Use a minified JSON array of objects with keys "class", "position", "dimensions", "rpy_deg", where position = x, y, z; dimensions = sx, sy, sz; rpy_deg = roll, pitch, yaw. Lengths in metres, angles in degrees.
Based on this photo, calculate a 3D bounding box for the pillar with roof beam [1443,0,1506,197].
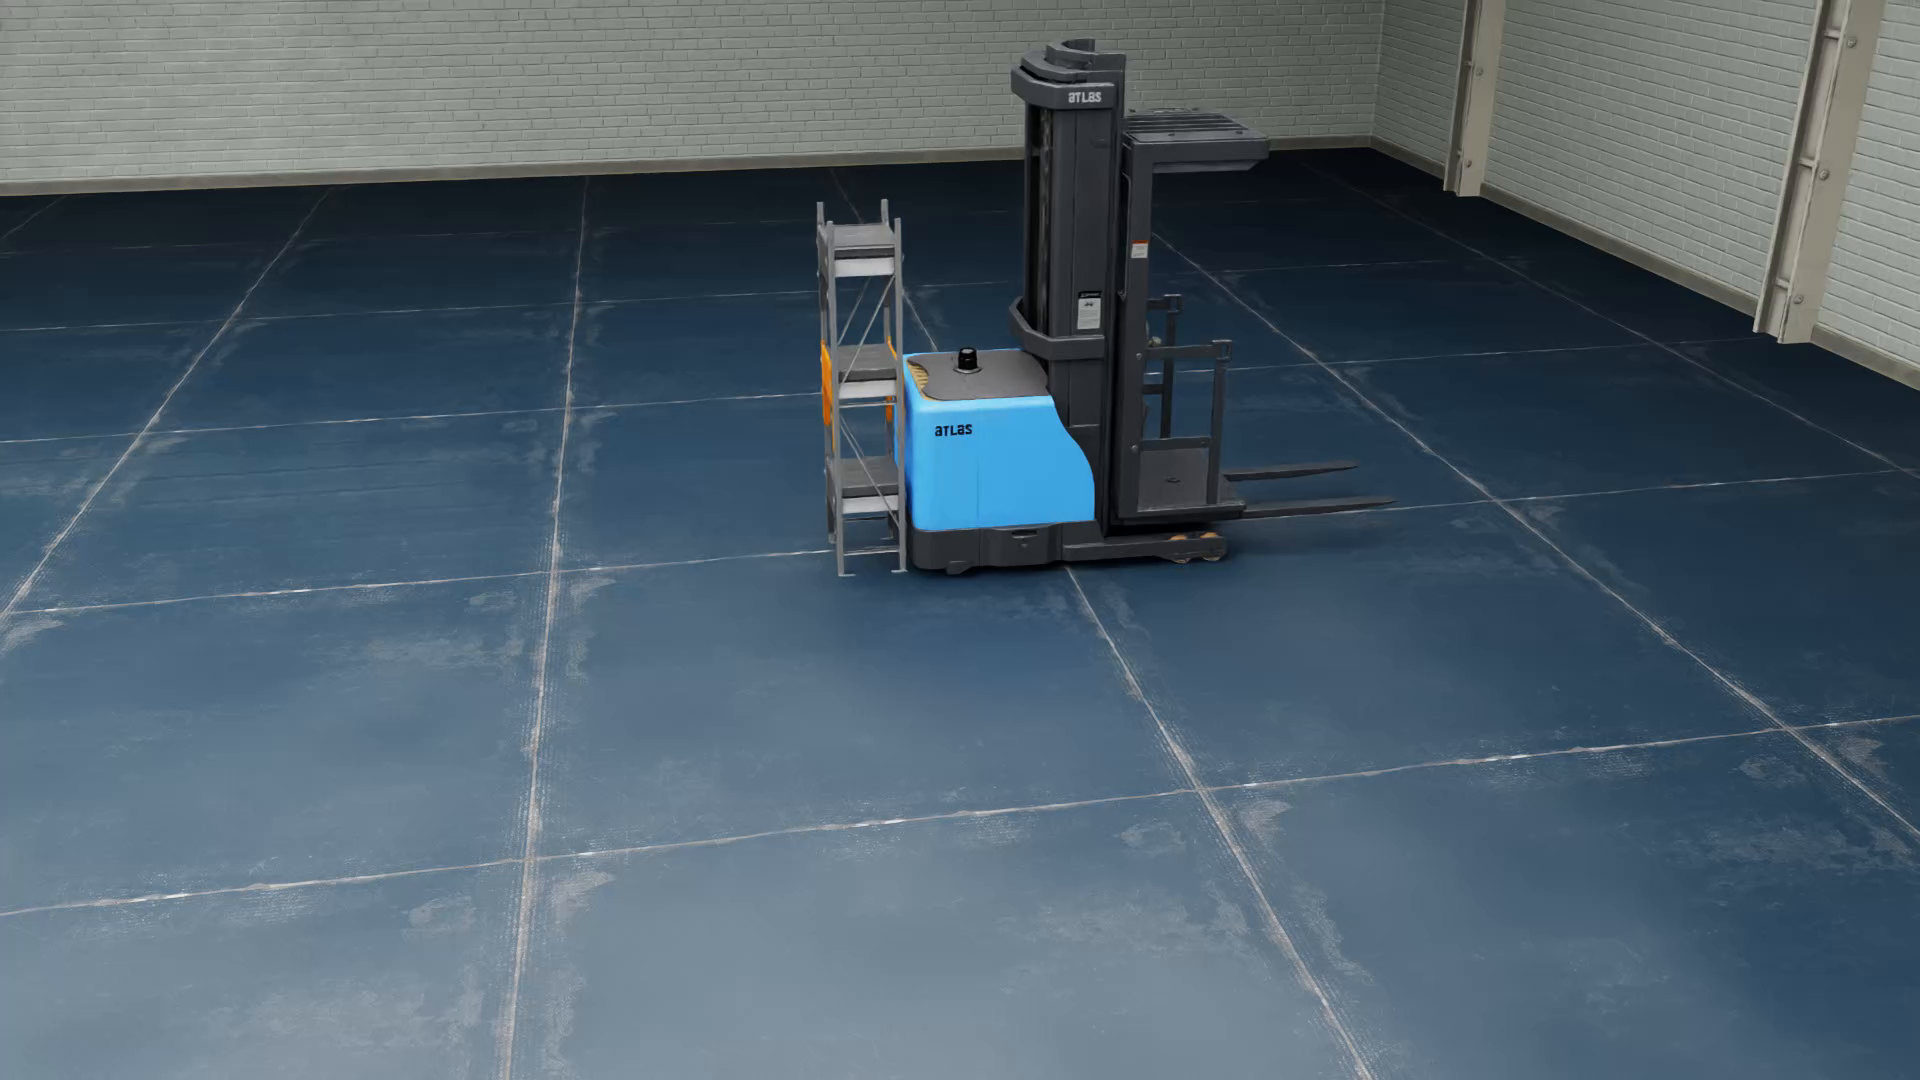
[{"class":"pillar with roof beam","position":[1.705,-7.910,17.118],"dimensions":[9.100,9.000,0.400],"rpy_deg":[-4,24,-10]}]

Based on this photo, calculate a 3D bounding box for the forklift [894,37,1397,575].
[{"class":"forklift","position":[1.144,-1.409,9.813],"dimensions":[3.031,2.935,1.130],"rpy_deg":[-4,24,-9]}]

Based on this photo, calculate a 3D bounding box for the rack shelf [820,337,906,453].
[{"class":"rack shelf","position":[-0.562,-0.844,9.592],"dimensions":[0.431,0.518,0.480],"rpy_deg":[-4,24,-10]}]

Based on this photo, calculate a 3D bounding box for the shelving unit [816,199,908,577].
[{"class":"shelving unit","position":[-0.562,-0.856,9.587],"dimensions":[0.431,2.100,0.503],"rpy_deg":[-4,24,-10]}]

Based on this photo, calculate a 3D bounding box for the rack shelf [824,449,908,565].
[{"class":"rack shelf","position":[-0.562,-0.202,9.872],"dimensions":[0.431,0.518,0.480],"rpy_deg":[-4,24,-10]}]

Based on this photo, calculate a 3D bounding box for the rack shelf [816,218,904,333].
[{"class":"rack shelf","position":[-0.562,-1.485,9.312],"dimensions":[0.431,0.518,0.480],"rpy_deg":[-4,24,-10]}]

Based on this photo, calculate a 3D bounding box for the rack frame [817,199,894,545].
[{"class":"rack frame","position":[-0.607,-0.952,9.806],"dimensions":[0.400,2.100,0.015],"rpy_deg":[-4,24,-10]}]

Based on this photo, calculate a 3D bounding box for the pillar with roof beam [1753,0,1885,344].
[{"class":"pillar with roof beam","position":[2.814,-5.550,11.714],"dimensions":[9.100,9.000,0.400],"rpy_deg":[-4,24,-10]}]

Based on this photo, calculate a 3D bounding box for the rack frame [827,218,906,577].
[{"class":"rack frame","position":[-0.517,-0.760,9.367],"dimensions":[0.400,2.100,0.015],"rpy_deg":[-4,24,-10]}]
